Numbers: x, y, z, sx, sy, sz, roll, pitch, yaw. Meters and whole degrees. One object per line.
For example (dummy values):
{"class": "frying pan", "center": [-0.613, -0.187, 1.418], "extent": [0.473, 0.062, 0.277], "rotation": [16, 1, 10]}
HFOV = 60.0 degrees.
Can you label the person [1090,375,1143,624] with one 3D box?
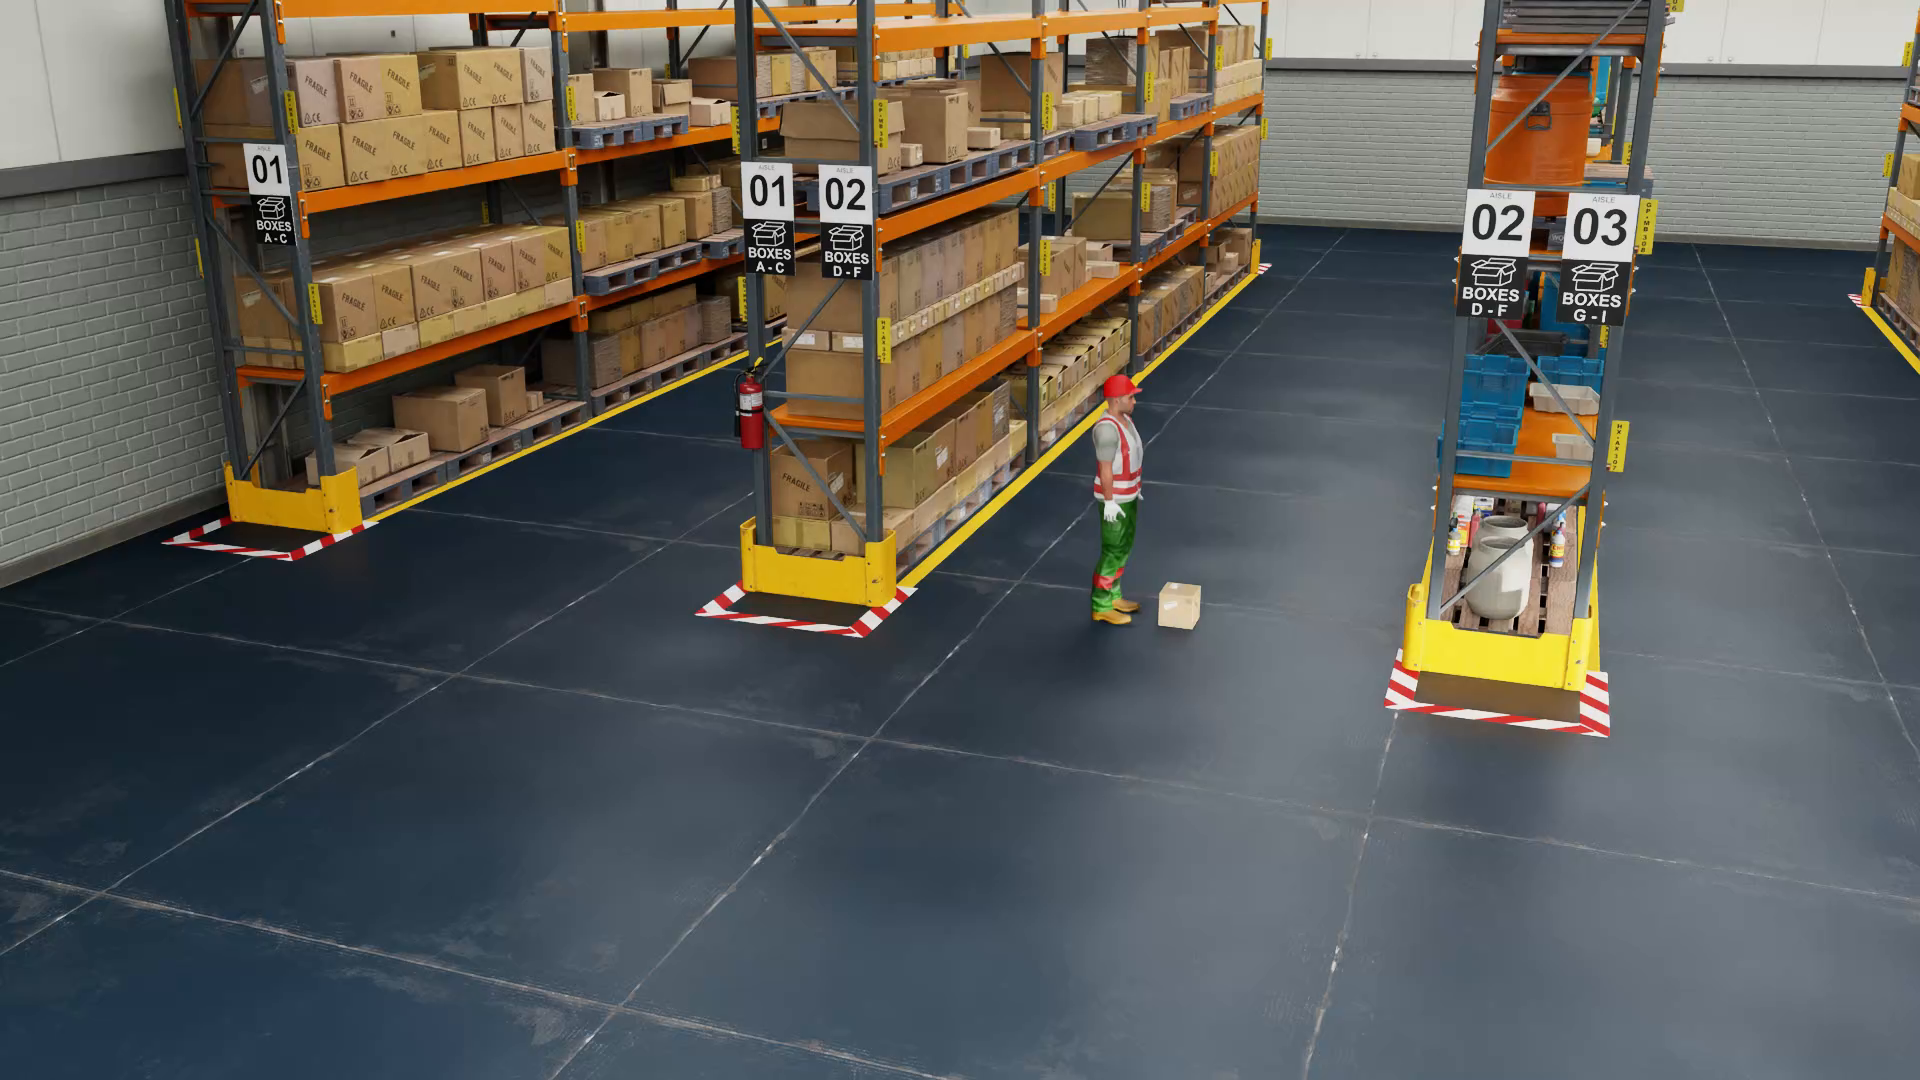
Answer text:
{"class": "person", "center": [1.133, -0.308, 11.947], "extent": [0.337, 1.785, 0.525], "rotation": [7, 20, 20]}
